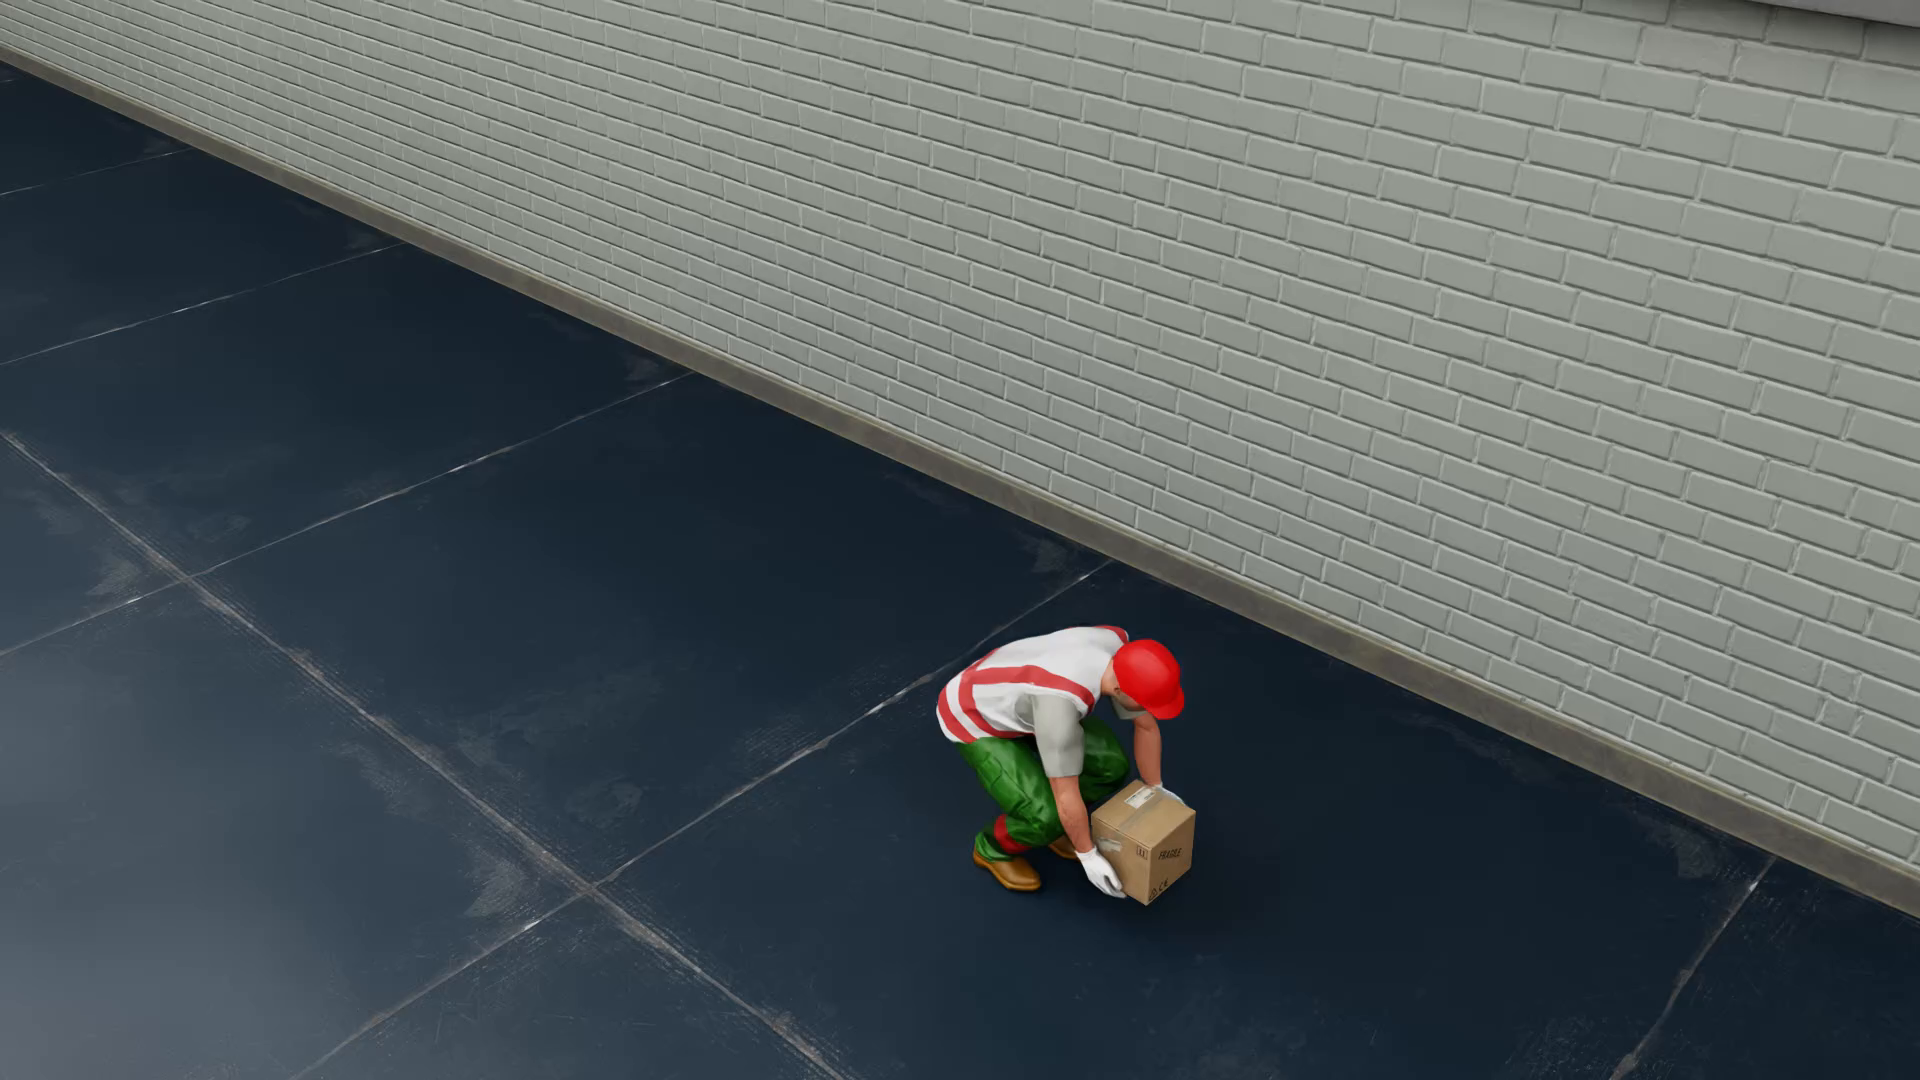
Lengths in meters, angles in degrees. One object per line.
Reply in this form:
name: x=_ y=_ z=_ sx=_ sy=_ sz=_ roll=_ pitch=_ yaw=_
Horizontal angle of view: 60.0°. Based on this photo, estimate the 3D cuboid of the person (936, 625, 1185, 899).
person: x=0.346 y=0.689 z=5.662 sx=0.860 sy=1.074 sz=0.579 roll=25 pitch=39 yaw=35
